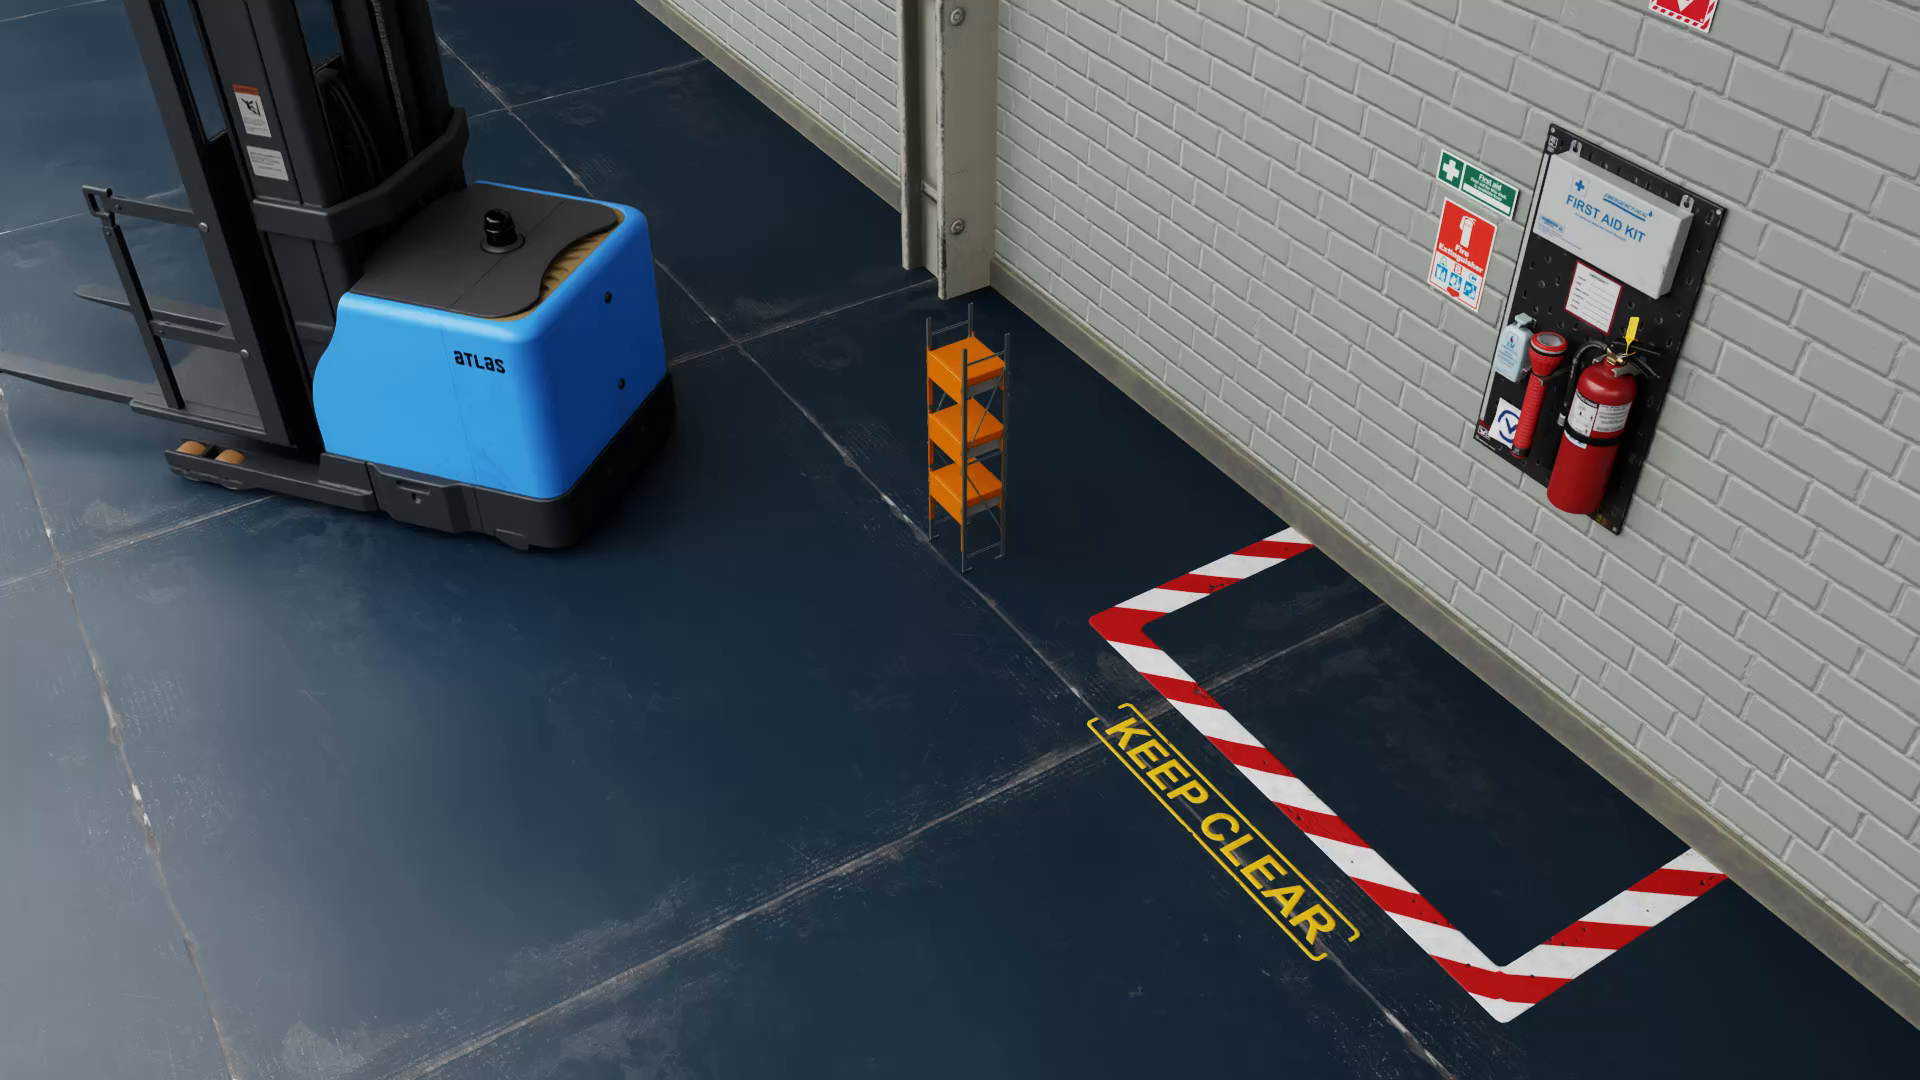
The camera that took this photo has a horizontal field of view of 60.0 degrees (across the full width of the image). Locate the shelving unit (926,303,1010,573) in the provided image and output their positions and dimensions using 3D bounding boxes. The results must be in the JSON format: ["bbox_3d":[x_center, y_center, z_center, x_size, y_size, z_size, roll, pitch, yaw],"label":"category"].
[{"bbox_3d":[0.029,-0.374,6.379,0.215,1.050,0.252,-22,45,-24],"label":"shelving unit"}]

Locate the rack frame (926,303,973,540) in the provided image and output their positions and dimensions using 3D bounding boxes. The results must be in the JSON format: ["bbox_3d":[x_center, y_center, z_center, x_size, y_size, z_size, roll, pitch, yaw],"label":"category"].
[{"bbox_3d":[-0.037,-0.440,6.458,0.200,1.050,0.008,-22,45,-24],"label":"rack frame"}]

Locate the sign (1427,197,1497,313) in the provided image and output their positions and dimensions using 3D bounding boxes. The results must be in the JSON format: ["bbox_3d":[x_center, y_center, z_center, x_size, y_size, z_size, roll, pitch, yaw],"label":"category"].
[{"bbox_3d":[1.661,-0.945,5.513,0.001,0.329,0.234,-22,45,-24],"label":"sign"}]

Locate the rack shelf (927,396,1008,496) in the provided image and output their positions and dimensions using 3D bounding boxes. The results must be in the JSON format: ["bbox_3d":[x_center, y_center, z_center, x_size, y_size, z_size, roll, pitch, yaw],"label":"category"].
[{"bbox_3d":[0.029,-0.366,6.386,0.215,0.259,0.240,-22,45,-24],"label":"rack shelf"}]

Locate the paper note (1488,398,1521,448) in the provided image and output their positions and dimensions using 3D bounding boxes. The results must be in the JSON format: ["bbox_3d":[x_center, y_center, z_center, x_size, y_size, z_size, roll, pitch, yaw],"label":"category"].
[{"bbox_3d":[1.835,-0.378,5.548,0.016,0.148,0.142,-22,45,-24],"label":"paper note"}]

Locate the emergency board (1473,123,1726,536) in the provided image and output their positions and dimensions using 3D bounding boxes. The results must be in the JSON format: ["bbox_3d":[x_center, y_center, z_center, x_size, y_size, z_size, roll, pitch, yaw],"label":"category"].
[{"bbox_3d":[1.872,-0.597,5.123,0.194,1.169,0.643,-22,45,-24],"label":"emergency board"}]

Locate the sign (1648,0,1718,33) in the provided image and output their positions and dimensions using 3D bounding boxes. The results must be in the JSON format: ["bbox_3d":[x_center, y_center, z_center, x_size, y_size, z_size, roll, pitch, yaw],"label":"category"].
[{"bbox_3d":[1.952,-1.526,4.427,0.001,0.298,0.199,-22,45,-24],"label":"sign"}]

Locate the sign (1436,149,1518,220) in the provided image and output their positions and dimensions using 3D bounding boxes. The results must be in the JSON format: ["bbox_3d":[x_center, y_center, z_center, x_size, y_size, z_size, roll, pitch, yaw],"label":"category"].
[{"bbox_3d":[1.656,-1.143,5.336,0.001,0.109,0.331,-22,45,-24],"label":"sign"}]

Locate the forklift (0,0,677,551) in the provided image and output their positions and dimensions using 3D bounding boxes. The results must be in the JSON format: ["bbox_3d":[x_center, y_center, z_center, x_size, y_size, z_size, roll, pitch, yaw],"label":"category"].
[{"bbox_3d":[-2.816,-1.644,6.434,3.031,2.935,1.130,12,41,14],"label":"forklift"}]

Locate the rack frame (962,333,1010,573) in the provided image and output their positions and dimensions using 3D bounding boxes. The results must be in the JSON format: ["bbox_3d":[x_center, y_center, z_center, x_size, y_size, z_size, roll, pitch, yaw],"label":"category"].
[{"bbox_3d":[0.094,-0.309,6.300,0.200,1.050,0.008,-22,45,-24],"label":"rack frame"}]

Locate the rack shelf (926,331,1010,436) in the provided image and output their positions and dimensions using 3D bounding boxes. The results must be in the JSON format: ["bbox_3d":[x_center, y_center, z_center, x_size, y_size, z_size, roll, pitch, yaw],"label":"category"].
[{"bbox_3d":[0.029,-0.584,6.204,0.215,0.259,0.240,-22,45,-24],"label":"rack shelf"}]

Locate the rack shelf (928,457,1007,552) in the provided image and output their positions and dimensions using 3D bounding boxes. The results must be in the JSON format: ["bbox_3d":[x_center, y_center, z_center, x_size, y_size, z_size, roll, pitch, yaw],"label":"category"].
[{"bbox_3d":[0.029,-0.153,6.564,0.215,0.259,0.240,-22,45,-24],"label":"rack shelf"}]

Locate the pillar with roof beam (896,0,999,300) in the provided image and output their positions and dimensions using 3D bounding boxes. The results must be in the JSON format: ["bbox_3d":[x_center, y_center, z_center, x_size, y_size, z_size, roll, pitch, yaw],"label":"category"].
[{"bbox_3d":[-3.687,-3.311,3.694,9.100,9.000,0.400,-22,45,-24],"label":"pillar with roof beam"}]
